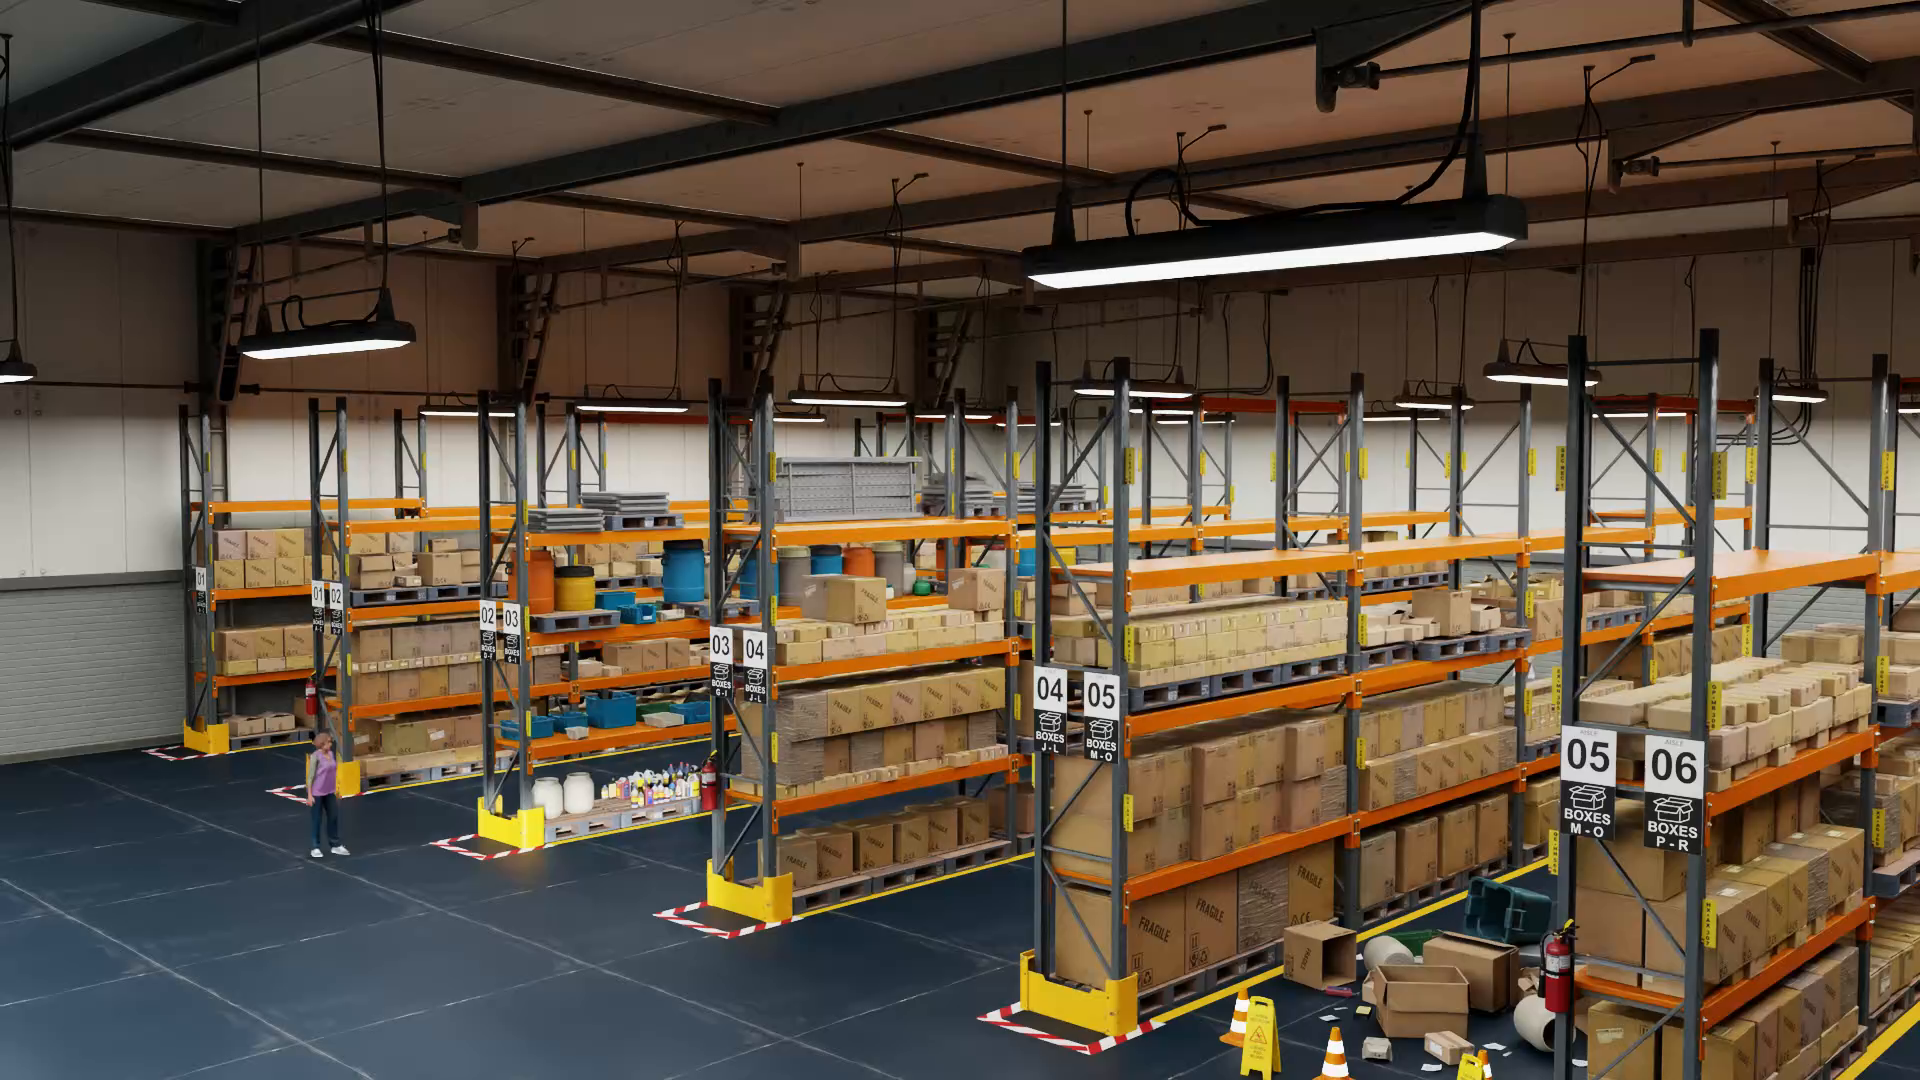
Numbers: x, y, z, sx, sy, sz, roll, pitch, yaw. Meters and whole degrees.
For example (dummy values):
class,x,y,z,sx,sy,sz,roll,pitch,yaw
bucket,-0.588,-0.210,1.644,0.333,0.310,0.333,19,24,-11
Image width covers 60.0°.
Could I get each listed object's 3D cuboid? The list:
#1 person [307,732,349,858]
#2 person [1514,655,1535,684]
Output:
class,x,y,z,sx,sy,sz,roll,pitch,yaw
person,-8.122,3.265,21.255,0.427,1.607,0.504,1,3,22
person,10.637,2.632,31.374,0.403,1.820,0.572,-1,3,-10
